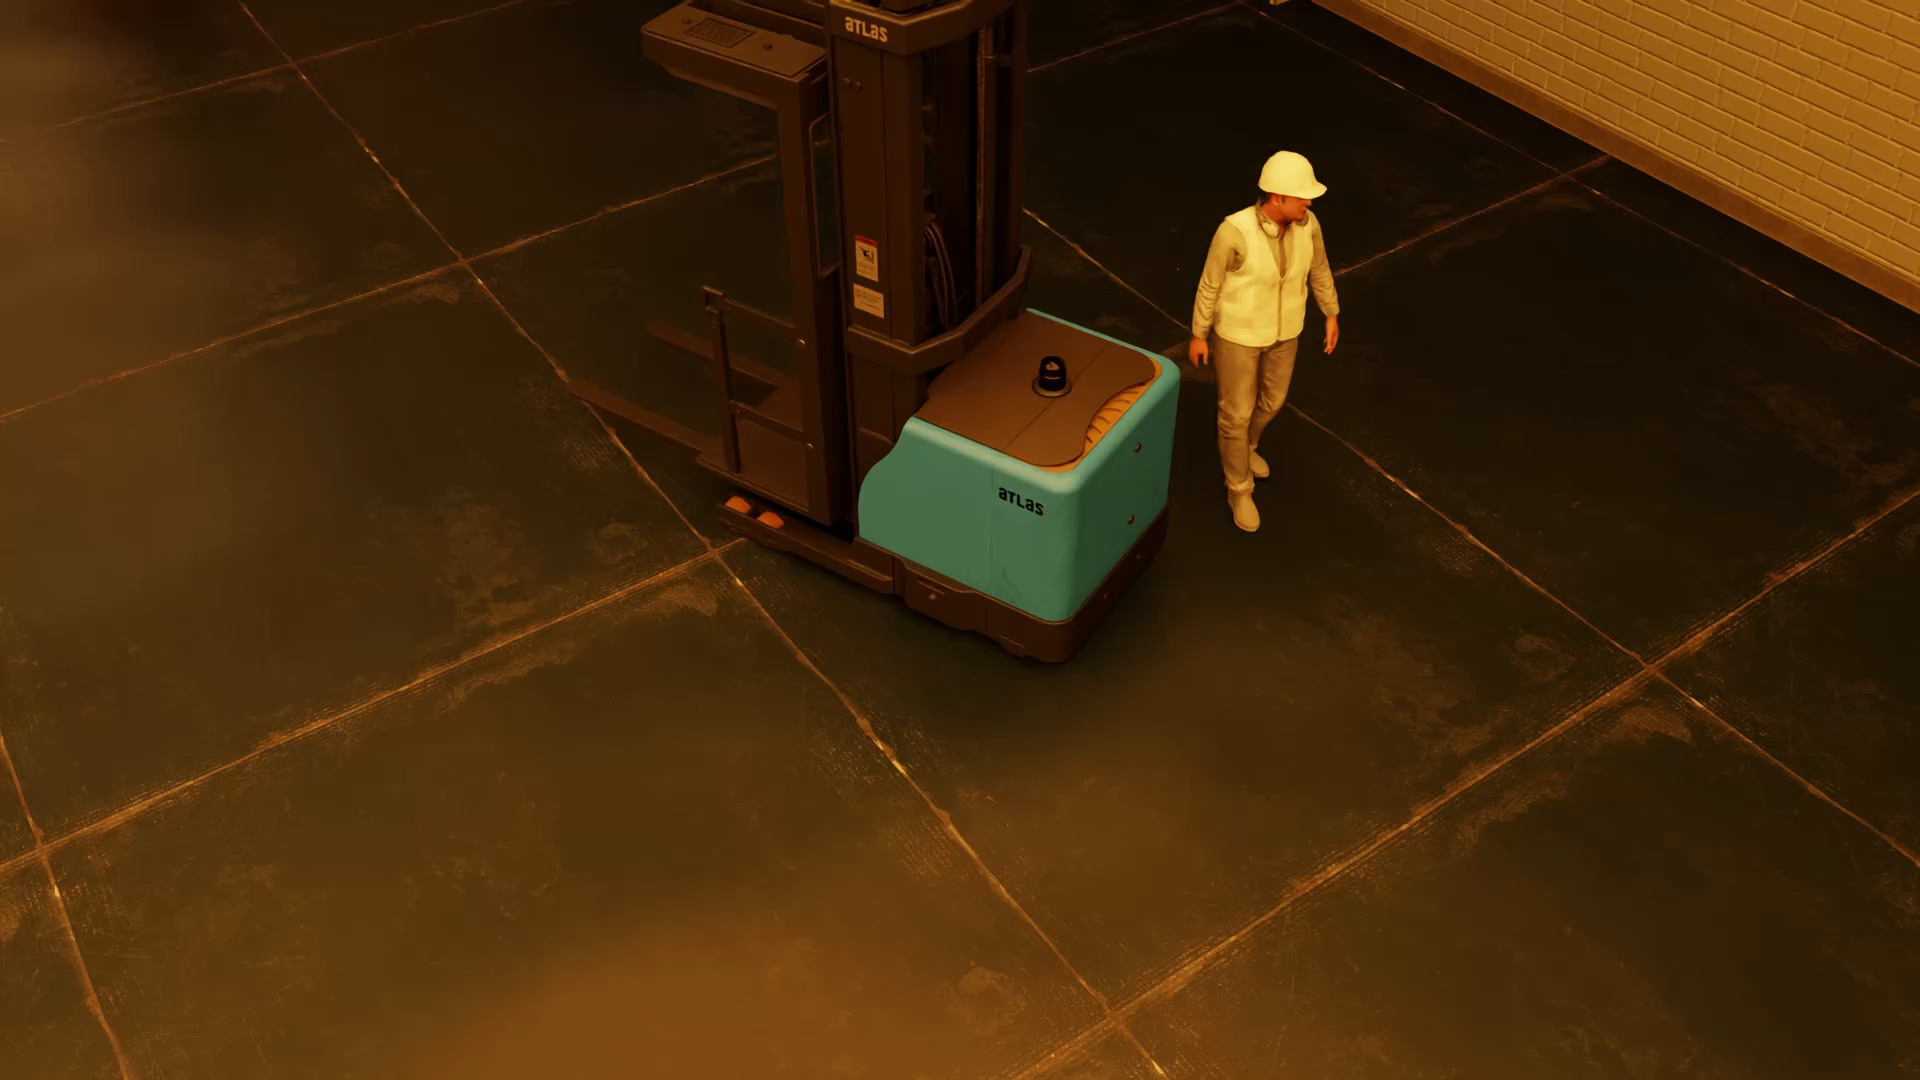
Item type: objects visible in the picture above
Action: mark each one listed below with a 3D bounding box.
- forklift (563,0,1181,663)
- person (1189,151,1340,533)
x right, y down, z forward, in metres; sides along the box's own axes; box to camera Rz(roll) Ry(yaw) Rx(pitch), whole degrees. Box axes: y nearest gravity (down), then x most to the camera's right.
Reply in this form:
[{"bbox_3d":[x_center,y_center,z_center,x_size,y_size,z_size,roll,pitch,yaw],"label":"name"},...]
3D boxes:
[{"bbox_3d":[-0.553,-1.321,7.149,3.031,2.935,1.130,24,48,24],"label":"forklift"},{"bbox_3d":[1.430,-0.912,7.574,0.694,1.760,0.646,-17,45,-18],"label":"person"}]
